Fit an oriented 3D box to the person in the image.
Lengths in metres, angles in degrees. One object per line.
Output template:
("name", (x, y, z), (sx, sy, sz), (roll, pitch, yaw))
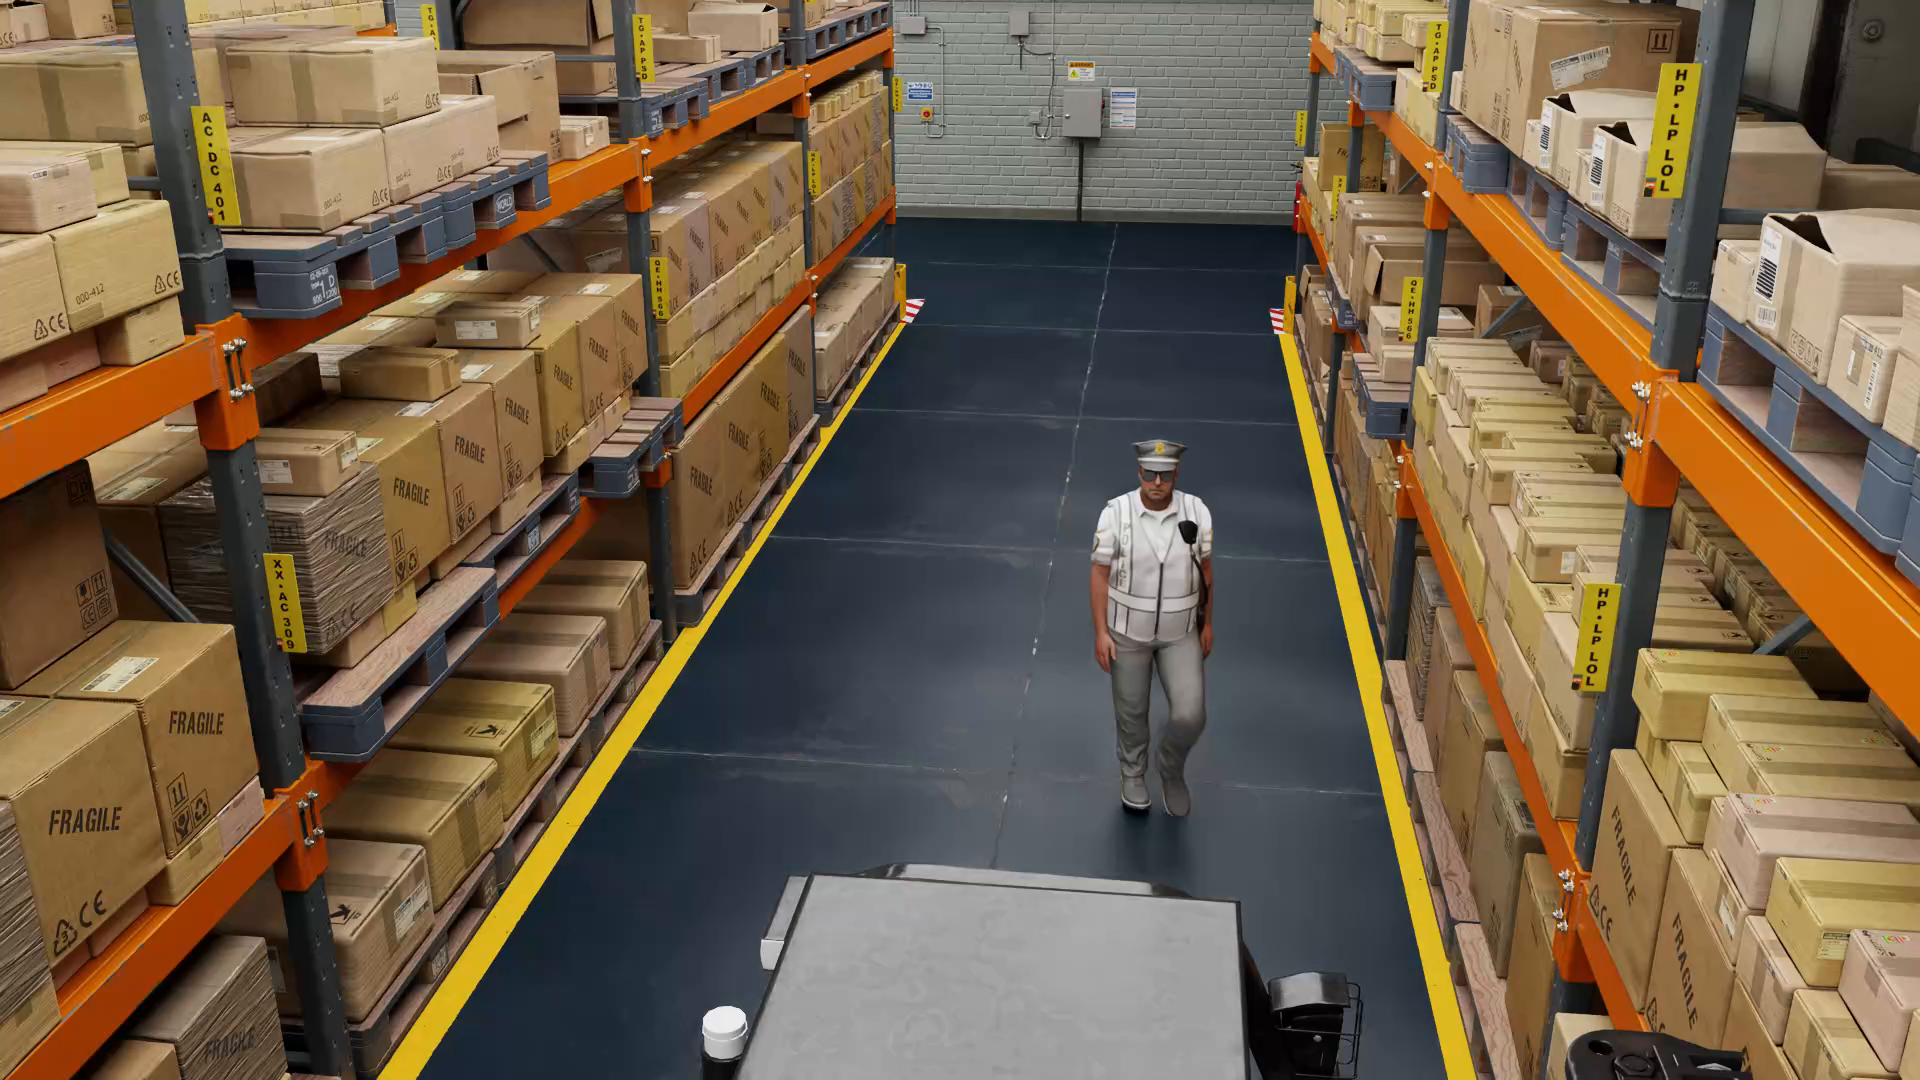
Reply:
("person", (0.865, 0.428, 7.433), (0.573, 1.827, 0.475), (0, 21, 0))
